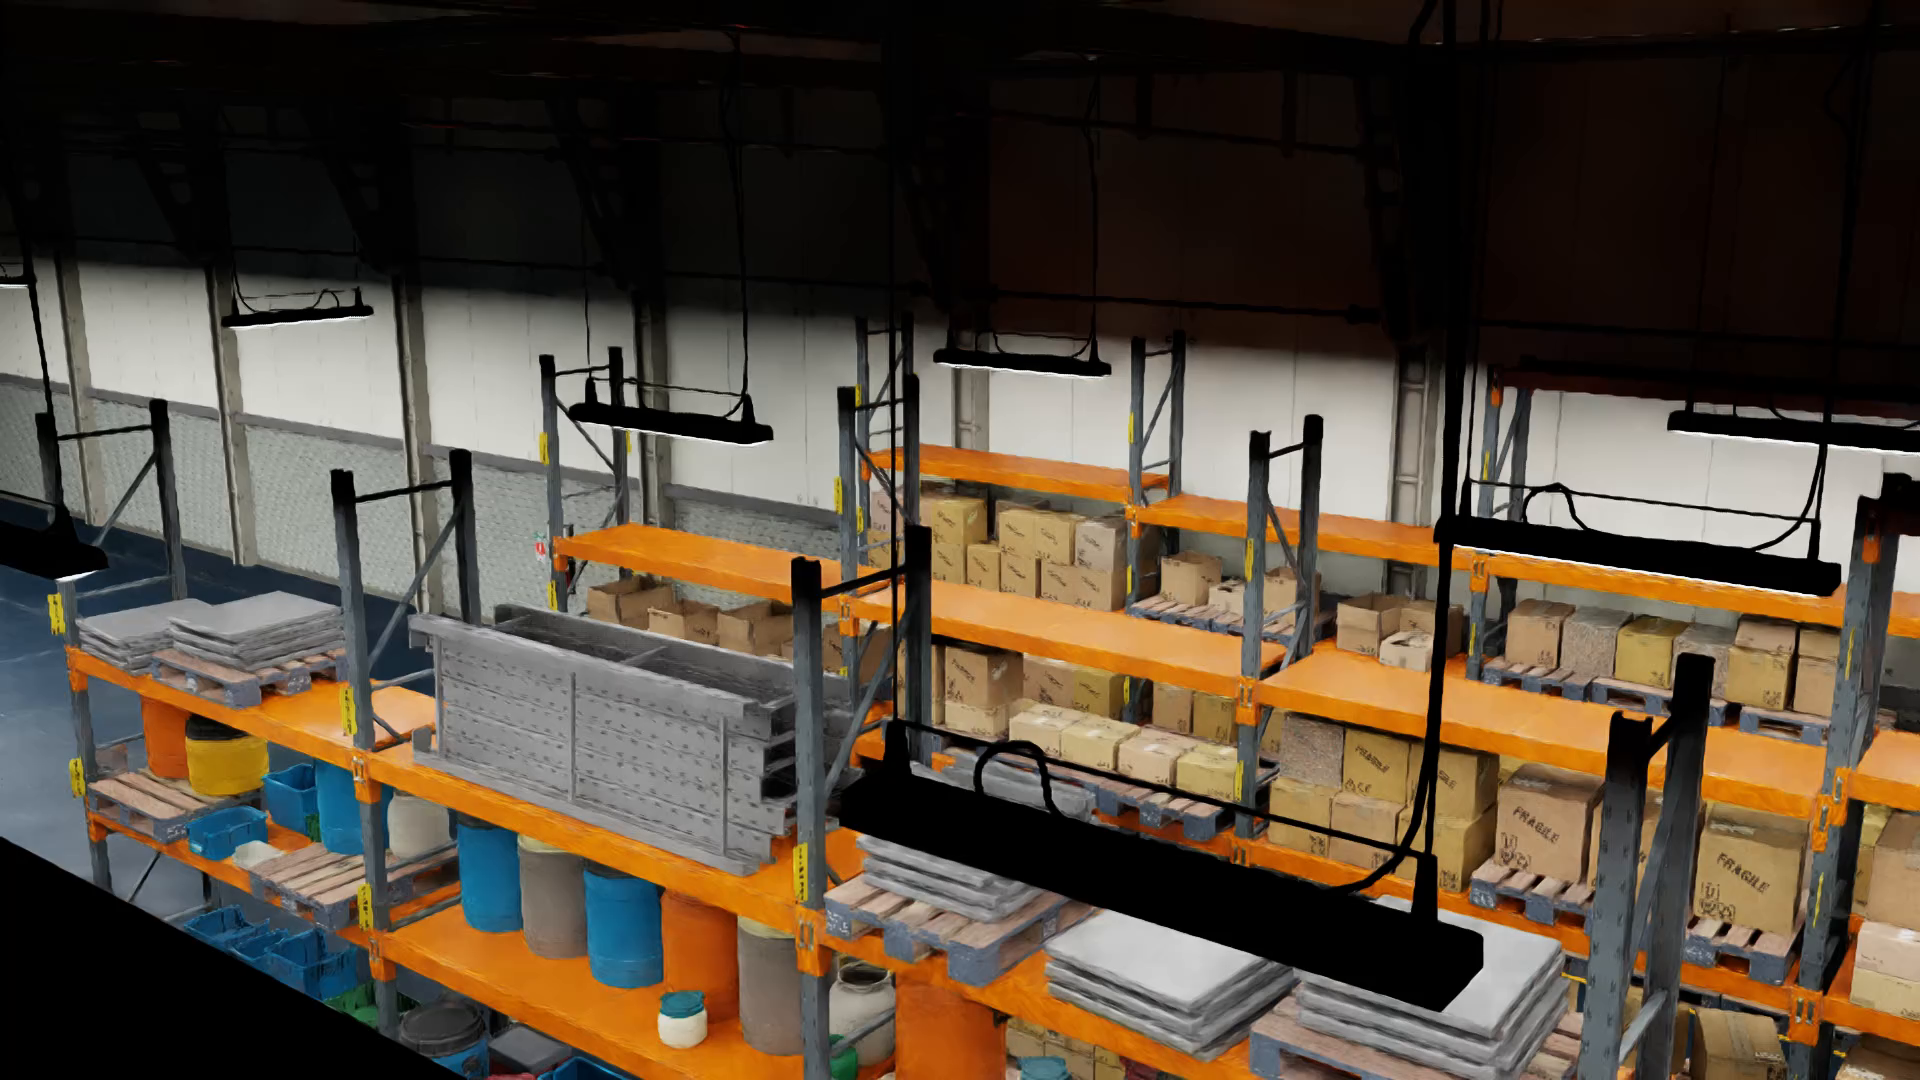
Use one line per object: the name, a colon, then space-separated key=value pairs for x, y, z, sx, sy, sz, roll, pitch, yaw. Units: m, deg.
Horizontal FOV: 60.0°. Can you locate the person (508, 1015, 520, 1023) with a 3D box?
person: x=-3.816 y=3.730 z=15.631 sx=0.782 sy=1.604 sz=0.662 roll=4 pitch=14 yaw=17
